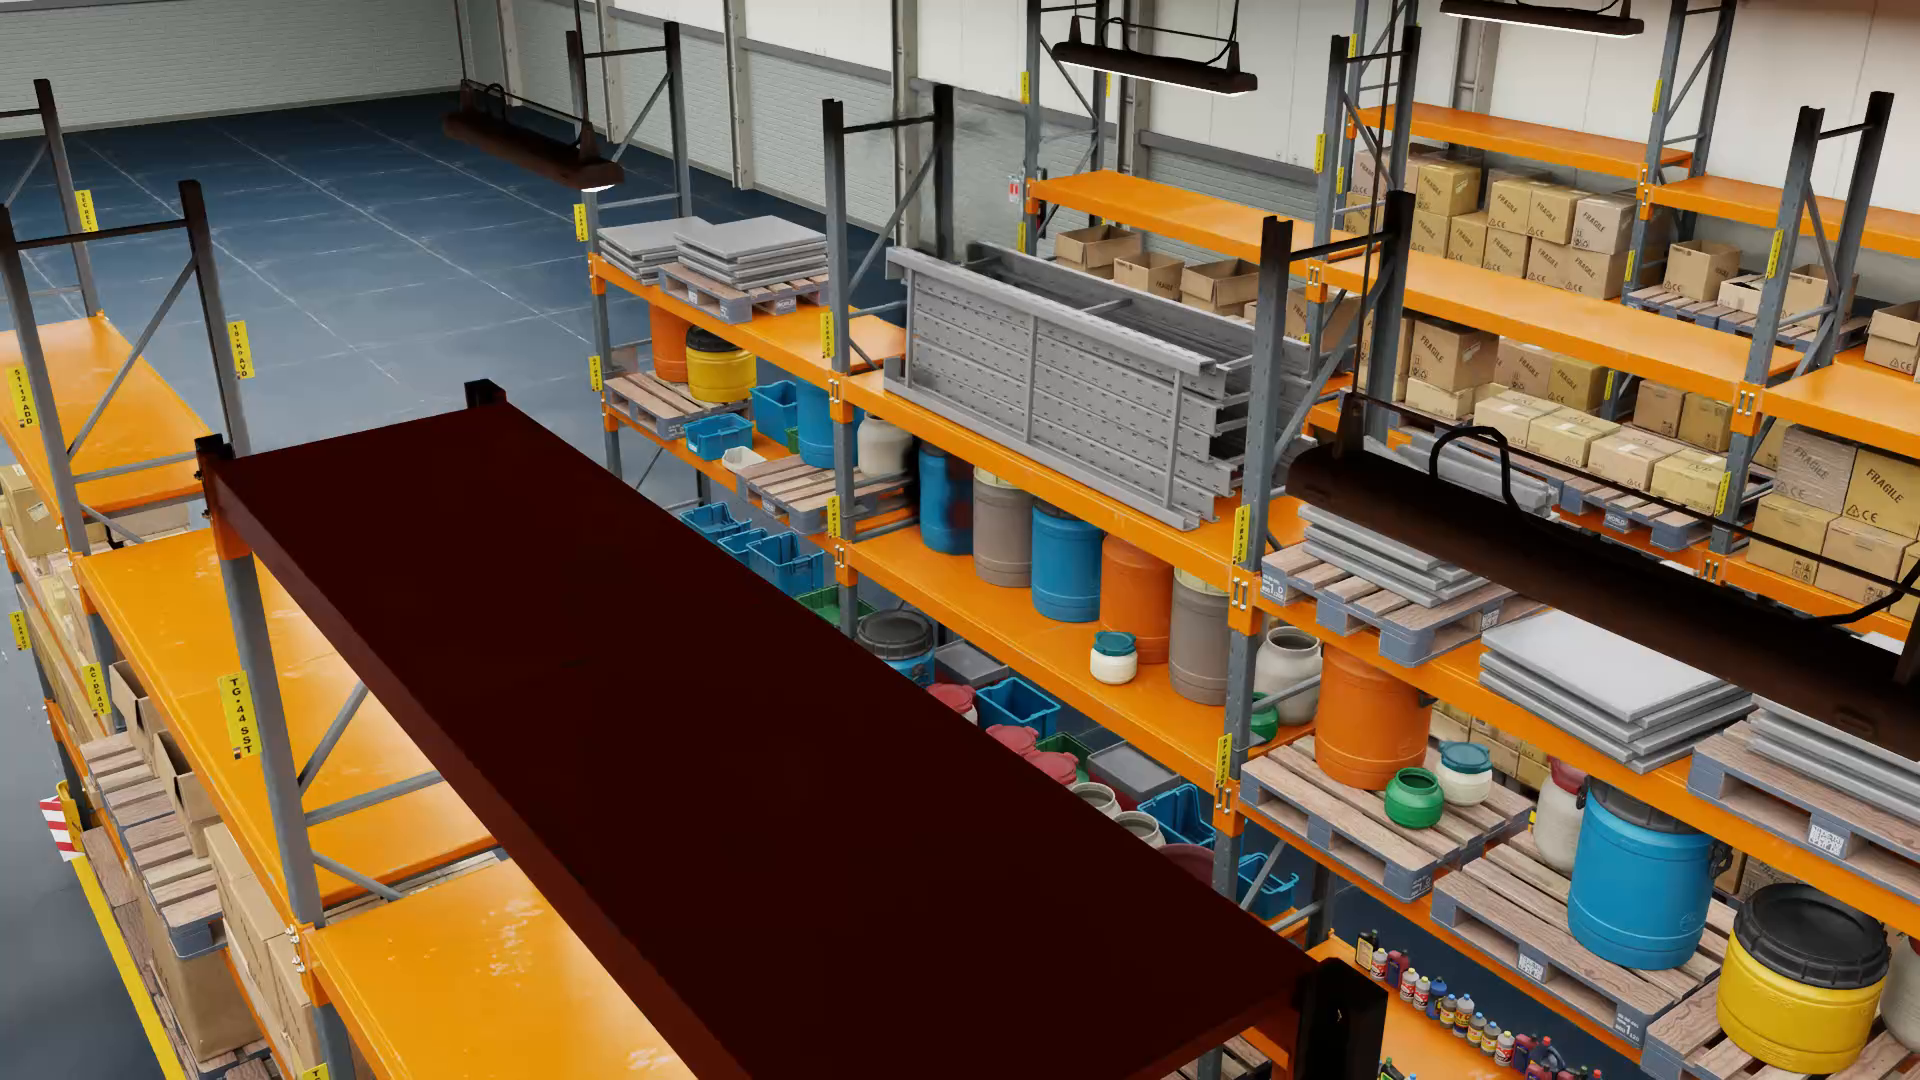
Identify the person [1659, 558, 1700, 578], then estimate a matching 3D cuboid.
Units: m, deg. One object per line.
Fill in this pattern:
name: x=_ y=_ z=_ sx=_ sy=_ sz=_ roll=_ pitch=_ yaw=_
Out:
person: x=6.404 y=0.709 z=15.278 sx=0.692 sy=1.781 sz=0.922 roll=-18 pitch=30 yaw=-33
